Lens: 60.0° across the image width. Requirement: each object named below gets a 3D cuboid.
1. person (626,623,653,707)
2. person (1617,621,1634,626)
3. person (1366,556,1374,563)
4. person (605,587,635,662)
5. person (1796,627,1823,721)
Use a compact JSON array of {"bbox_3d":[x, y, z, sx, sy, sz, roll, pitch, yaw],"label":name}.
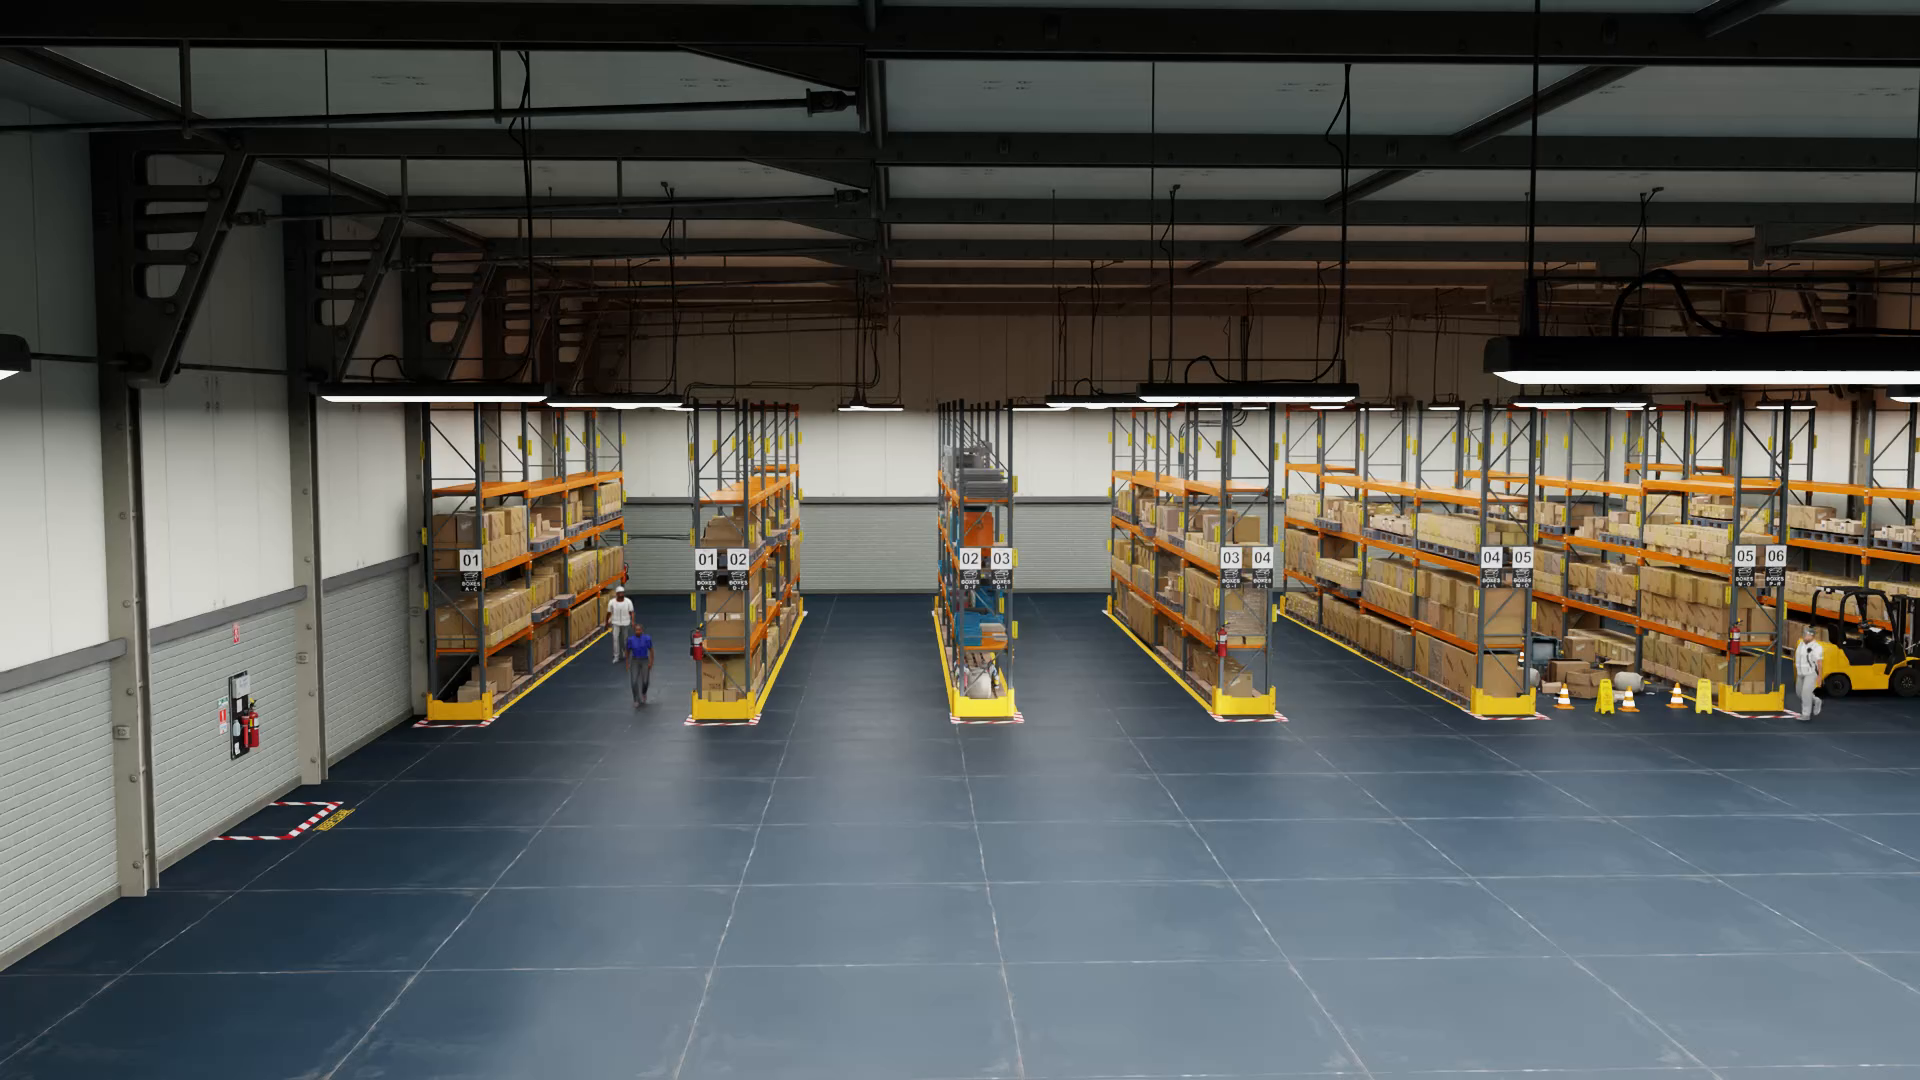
[{"bbox_3d":[-6.299,2.434,32.727,0.540,1.641,0.555,0,4,-3],"label":"person"},{"bbox_3d":[17.959,1.478,44.755,0.478,1.663,0.510,-3,5,-30],"label":"person"},{"bbox_3d":[11.519,1.341,46.395,0.649,1.741,0.649,-2,5,-25],"label":"person"},{"bbox_3d":[-7.862,1.927,38.443,0.678,1.705,1.079,-1,4,-11],"label":"person"},{"bbox_3d":[15.916,2.478,31.089,0.807,1.733,0.561,-2,5,-22],"label":"person"}]
